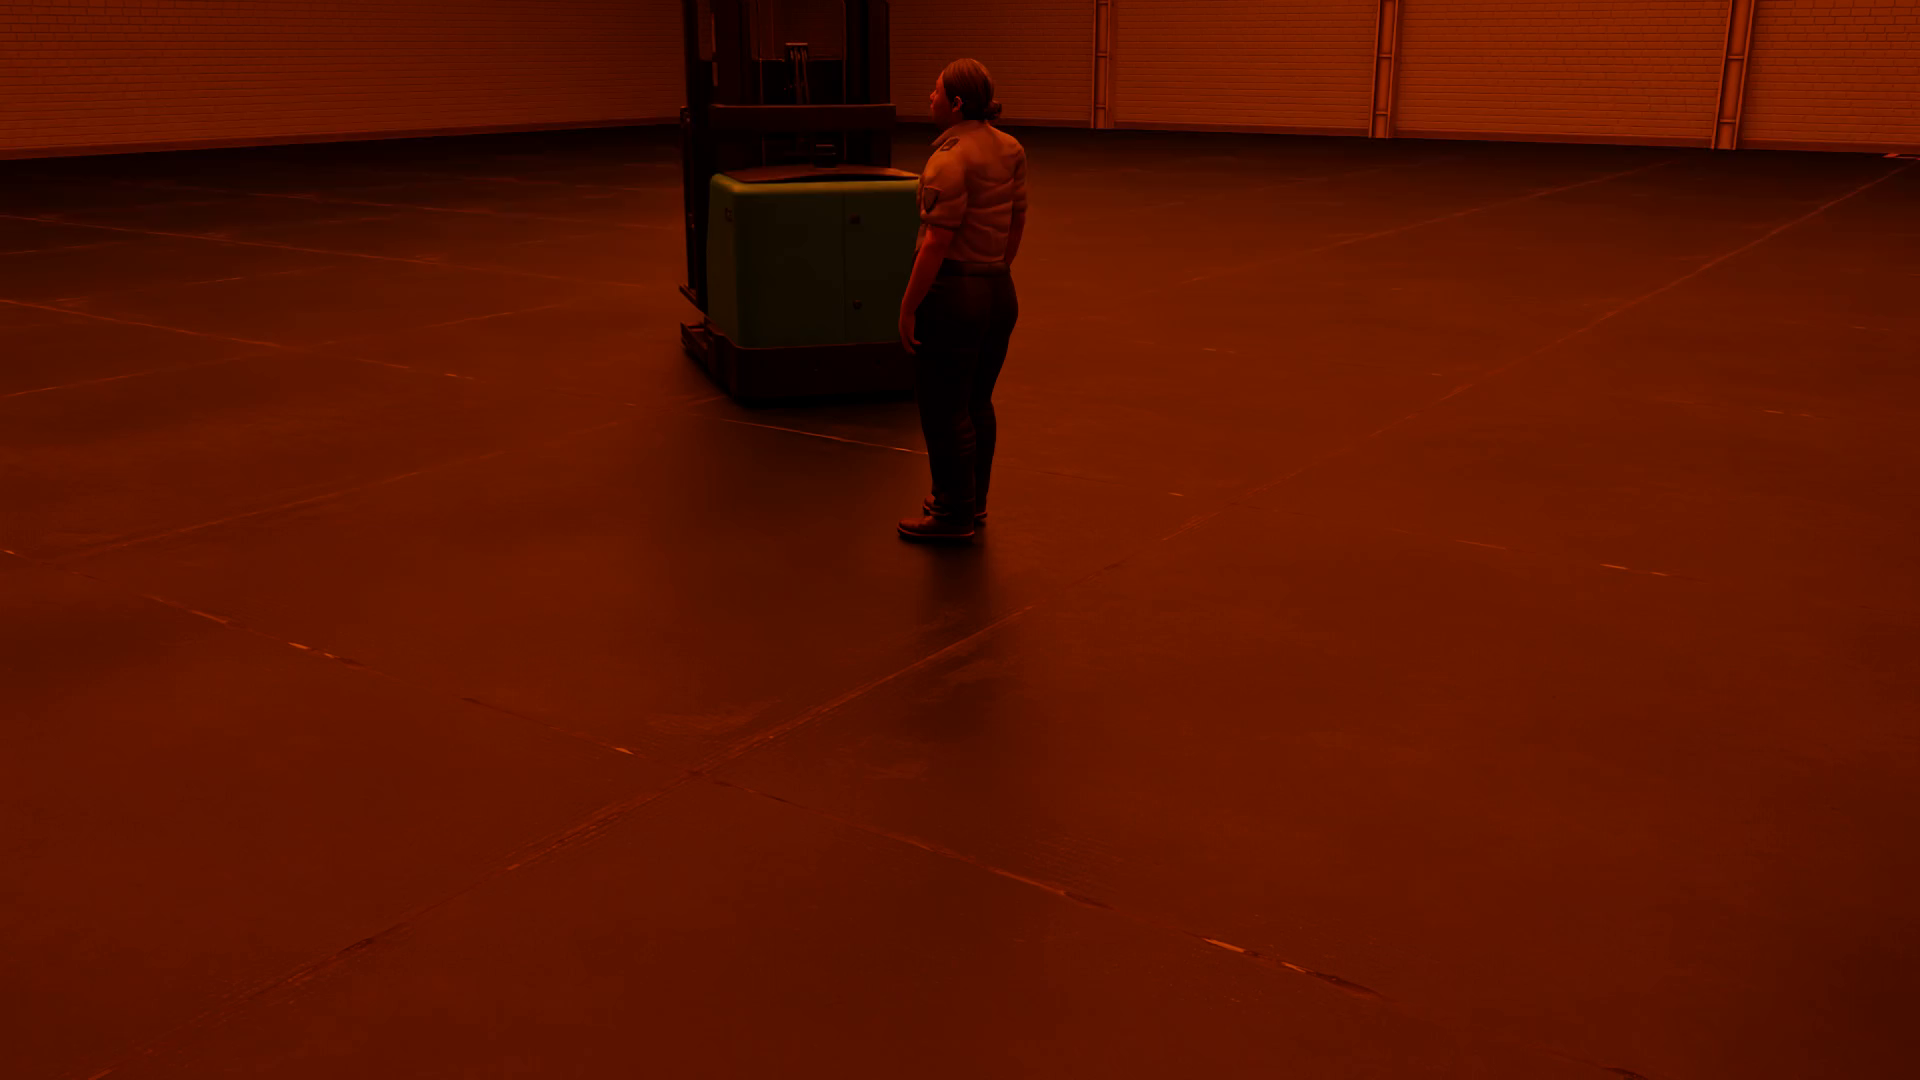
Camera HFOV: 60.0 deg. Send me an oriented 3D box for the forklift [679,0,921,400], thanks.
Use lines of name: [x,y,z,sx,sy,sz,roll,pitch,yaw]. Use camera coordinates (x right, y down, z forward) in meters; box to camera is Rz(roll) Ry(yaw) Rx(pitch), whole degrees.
forklift: [-0.981,-2.466,9.080,1.130,2.935,3.031,-5,17,-16]

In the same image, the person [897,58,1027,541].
person: [-0.061,-0.812,5.779,0.502,1.643,0.598,11,20,33]
